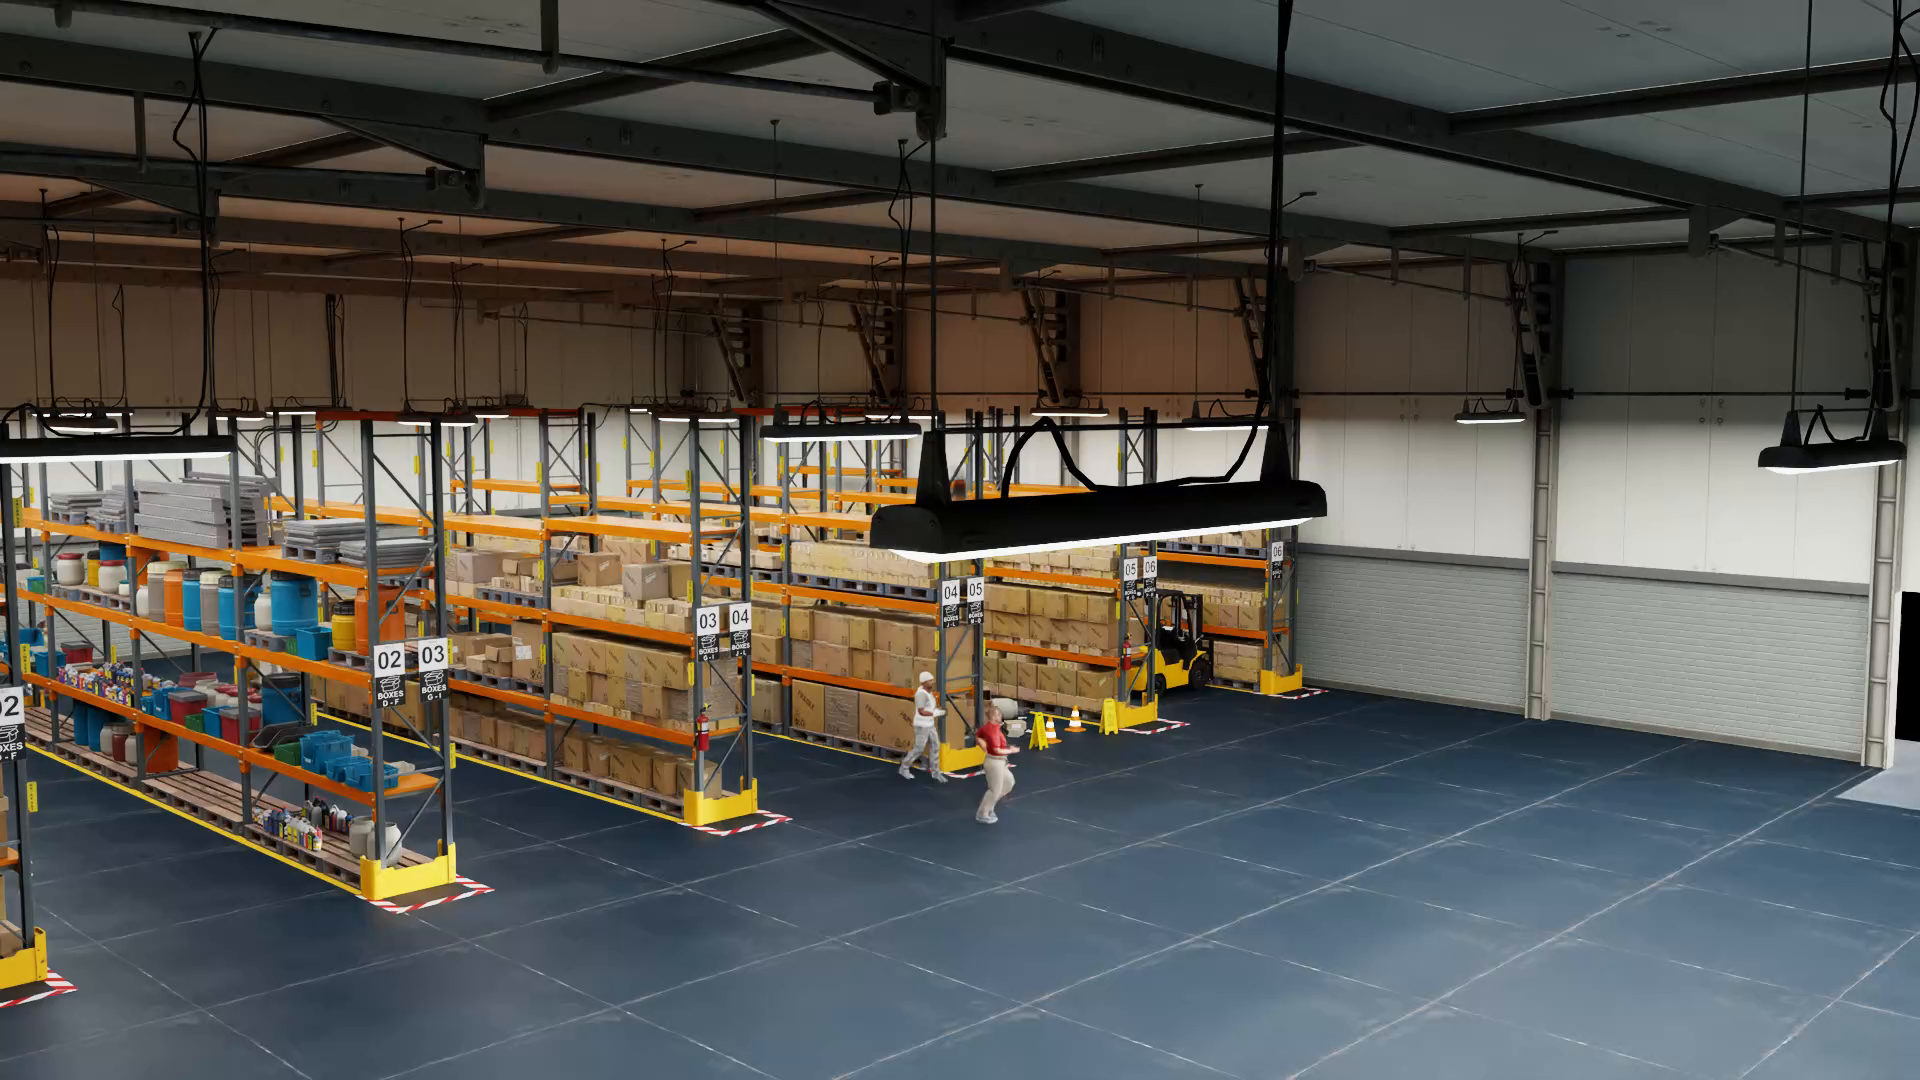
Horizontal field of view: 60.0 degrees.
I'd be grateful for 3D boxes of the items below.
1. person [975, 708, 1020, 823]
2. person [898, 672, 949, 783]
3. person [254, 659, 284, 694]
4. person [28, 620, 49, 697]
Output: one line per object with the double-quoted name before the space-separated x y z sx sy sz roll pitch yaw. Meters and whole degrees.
"person" 0.551 3.308 24.492 0.655 1.696 0.645 0 5 -4
"person" -0.599 3.049 27.014 0.821 1.841 0.706 1 5 12
"person" -13.418 2.568 32.315 0.917 1.828 0.696 4 7 40
"person" -19.040 2.489 34.534 0.547 1.639 0.720 -2 5 -21
